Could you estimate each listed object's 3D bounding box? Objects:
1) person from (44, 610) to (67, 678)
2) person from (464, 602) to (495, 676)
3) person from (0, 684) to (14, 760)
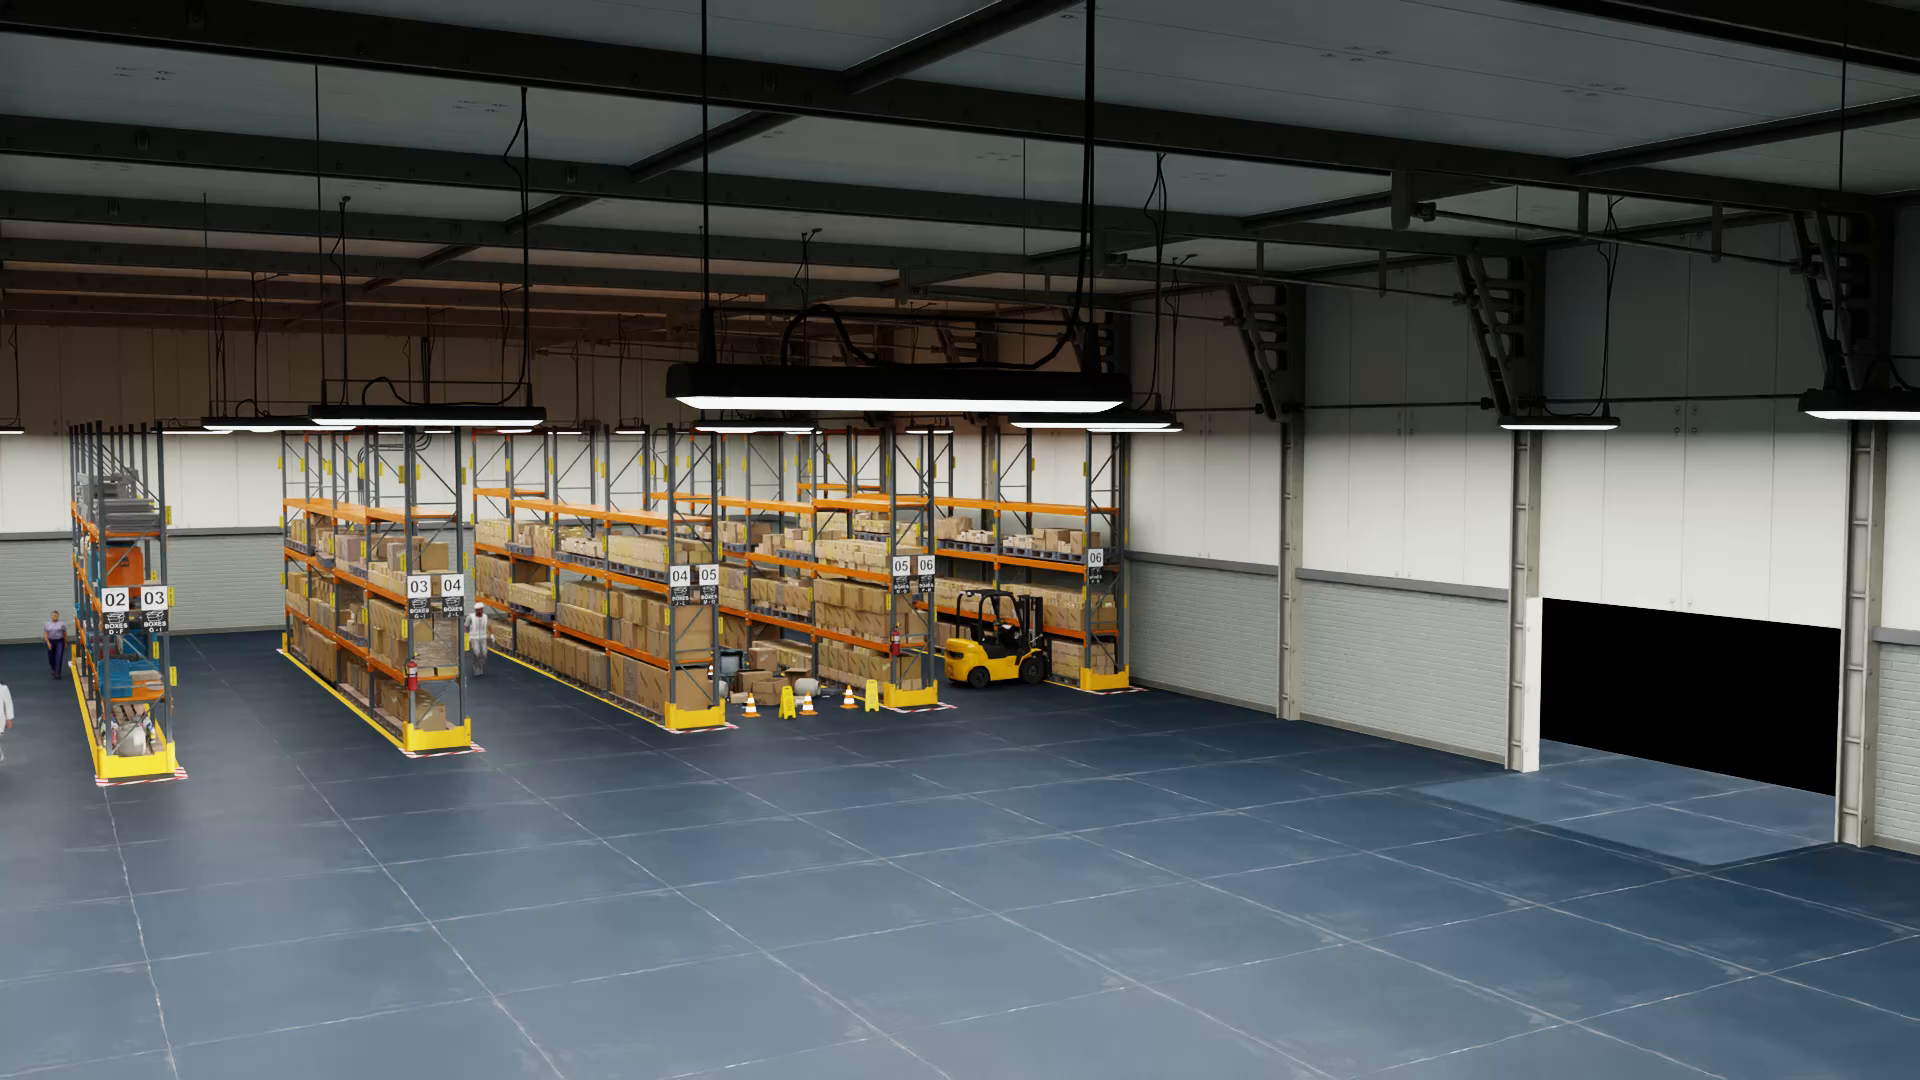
[{"bbox_3d":[-21.578,2.468,39.647,0.475,1.578,0.995,-1,4,-23],"label":"person"},{"bbox_3d":[-11.577,2.405,39.986,0.681,1.798,0.471,-3,4,-36],"label":"person"},{"bbox_3d":[-16.645,3.095,28.562,0.568,1.705,1.164,-1,4,-10],"label":"person"}]
